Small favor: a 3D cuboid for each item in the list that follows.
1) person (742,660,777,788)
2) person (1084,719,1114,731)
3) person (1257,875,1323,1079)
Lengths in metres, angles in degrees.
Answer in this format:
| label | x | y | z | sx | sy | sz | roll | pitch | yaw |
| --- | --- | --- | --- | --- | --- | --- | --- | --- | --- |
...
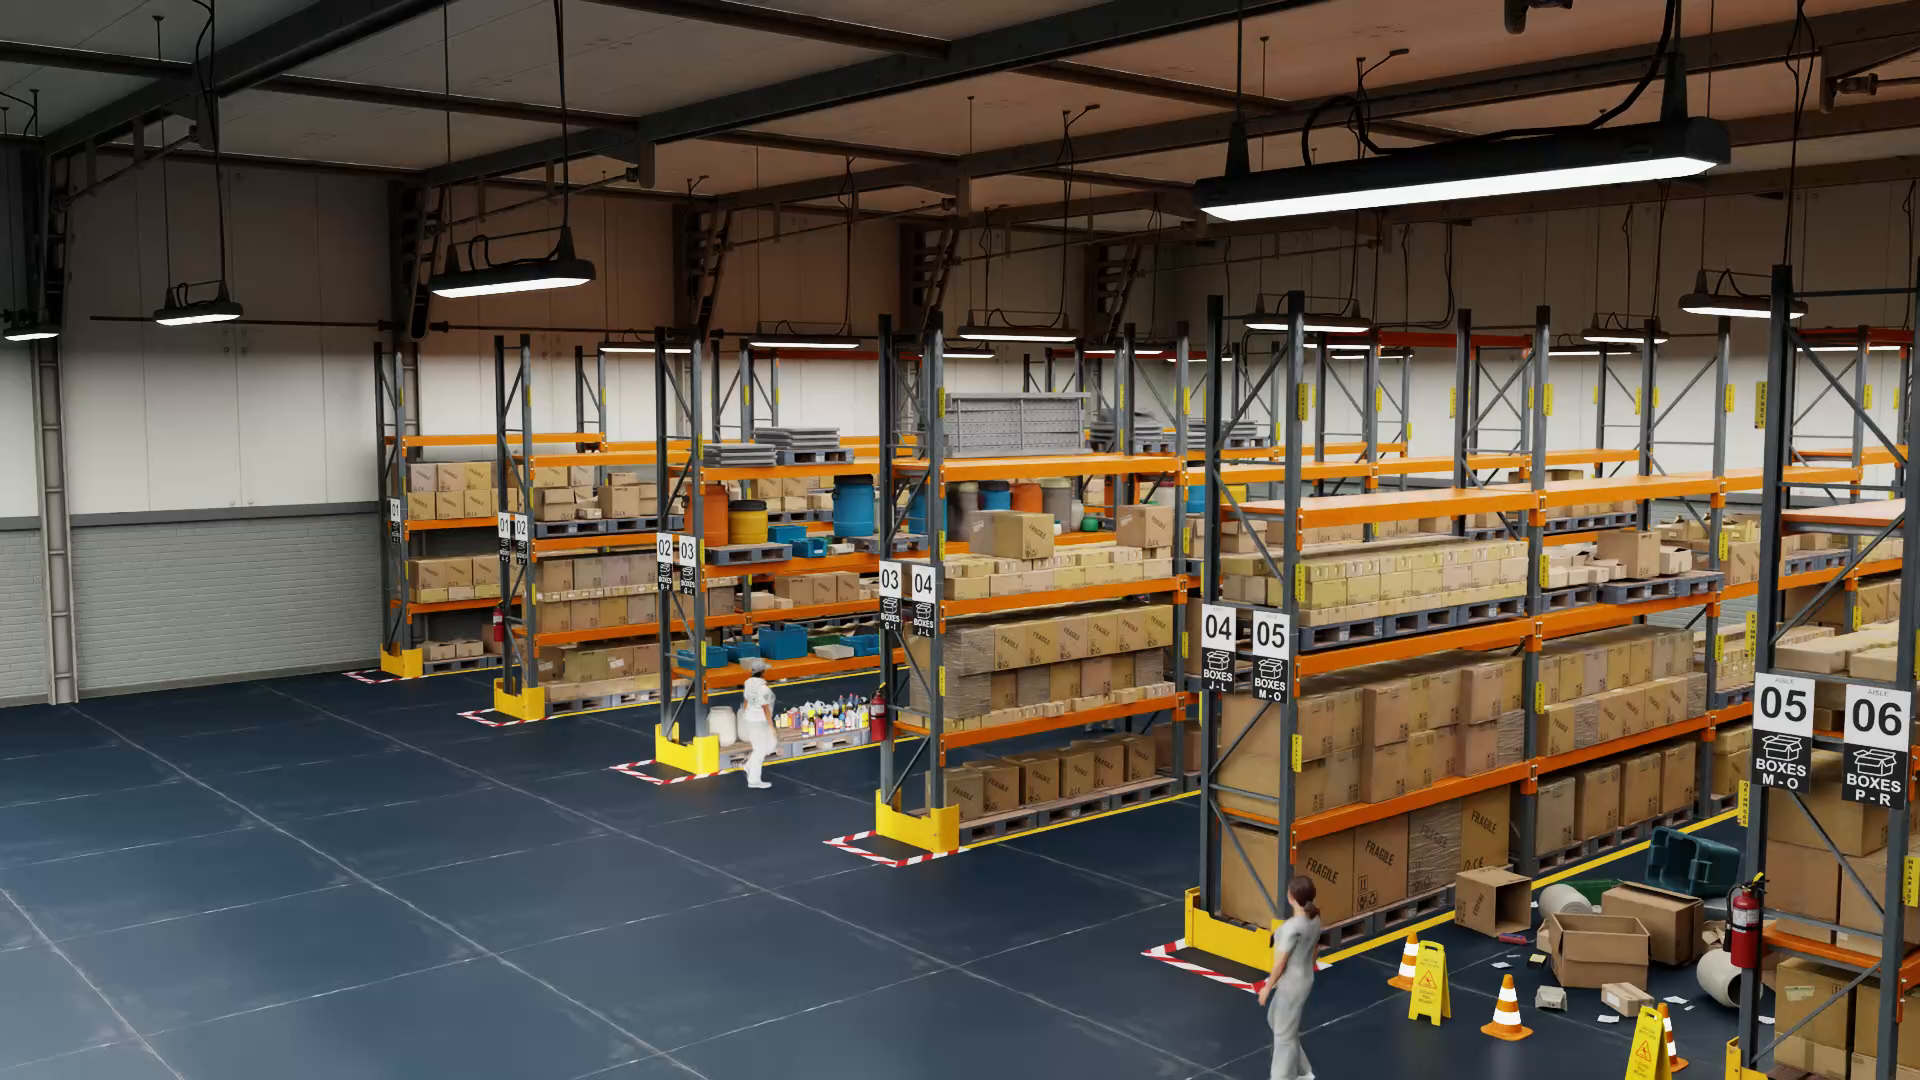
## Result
| label | x | y | z | sx | sy | sz | roll | pitch | yaw |
| --- | --- | --- | --- | --- | --- | --- | --- | --- | --- |
| person | -2.579 | 2.372 | 21.501 | 0.437 | 1.645 | 0.496 | -1 | 5 | -8 |
| person | 2.084 | 2.051 | 25.052 | 0.530 | 1.670 | 0.401 | -3 | 6 | -32 |
| person | 2.374 | 3.255 | 12.075 | 0.466 | 1.698 | 0.480 | 2 | 6 | 23 |
